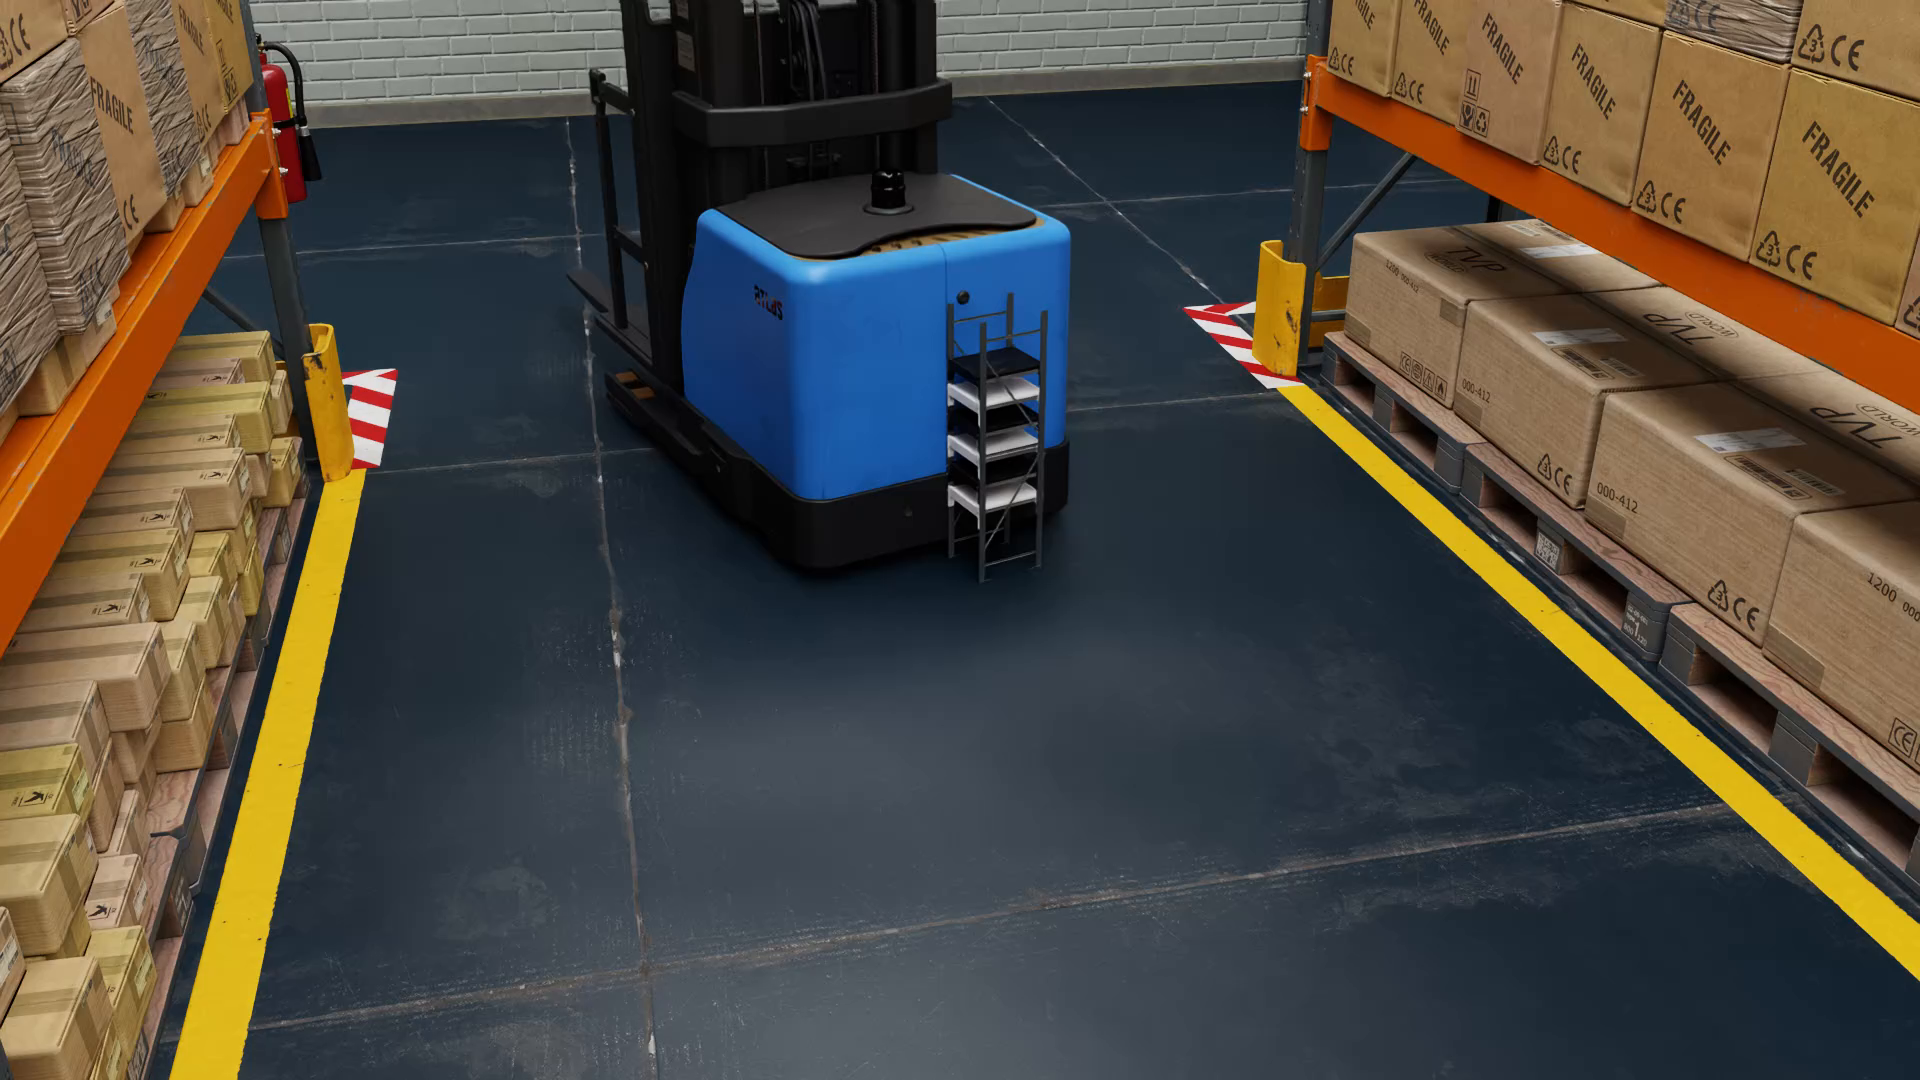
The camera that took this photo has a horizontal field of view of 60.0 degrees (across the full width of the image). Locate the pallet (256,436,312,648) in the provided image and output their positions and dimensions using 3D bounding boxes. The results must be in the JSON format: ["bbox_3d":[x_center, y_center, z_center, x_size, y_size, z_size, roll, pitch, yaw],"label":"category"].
[{"bbox_3d":[-2.738,0.028,5.461,1.003,0.211,1.213,-6,27,-12],"label":"pallet"}]

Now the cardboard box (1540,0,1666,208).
[{"bbox_3d":[2.092,-1.300,4.885,0.500,0.500,0.500,-5,27,-10],"label":"cardboard box"}]

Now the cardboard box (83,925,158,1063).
[{"bbox_3d":[-1.832,0.921,3.294,0.380,0.149,0.250,-5,27,-10],"label":"cardboard box"}]

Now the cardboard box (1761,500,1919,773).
[{"bbox_3d":[2.760,0.268,4.267,0.875,0.438,0.875,-6,27,-12],"label":"cardboard box"}]

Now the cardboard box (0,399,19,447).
[{"bbox_3d":[-2.045,-0.237,3.170,0.380,0.149,0.250,-7,28,-14],"label":"cardboard box"}]

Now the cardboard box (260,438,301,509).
[{"bbox_3d":[-2.426,-0.213,5.541,0.380,0.149,0.250,-5,27,-10],"label":"cardboard box"}]

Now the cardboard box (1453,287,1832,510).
[{"bbox_3d":[2.356,-0.521,5.830,0.875,0.438,0.875,-5,27,-10],"label":"cardboard box"}]

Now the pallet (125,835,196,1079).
[{"bbox_3d":[-2.189,1.099,3.338,1.003,0.211,1.213,-6,27,-12],"label":"pallet"}]

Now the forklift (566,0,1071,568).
[{"bbox_3d":[-0.788,-1.843,6.148,1.130,2.935,3.031,-14,30,-26],"label":"forklift"}]

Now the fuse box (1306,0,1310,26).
[{"bbox_3d":[2.682,-4.205,12.182,0.539,1.711,0.414,-6,27,-12],"label":"fuse box"}]

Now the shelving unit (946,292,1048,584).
[{"bbox_3d":[0.117,-0.325,5.396,0.258,0.900,0.210,-14,30,-26],"label":"shelving unit"}]

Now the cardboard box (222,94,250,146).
[{"bbox_3d":[-2.555,-1.384,5.442,0.380,0.149,0.250,-6,27,-12],"label":"cardboard box"}]

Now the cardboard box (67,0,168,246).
[{"bbox_3d":[-2.215,-0.949,3.860,0.500,0.500,0.500,-5,27,-9],"label":"cardboard box"}]

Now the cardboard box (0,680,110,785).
[{"bbox_3d":[-2.069,0.448,3.572,0.380,0.149,0.250,-7,28,-13],"label":"cardboard box"}]

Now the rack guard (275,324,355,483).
[{"bbox_3d":[-2.887,-0.461,6.109,1.175,0.500,0.348,-6,27,-12],"label":"rack guard"}]

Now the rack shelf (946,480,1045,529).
[{"bbox_3d":[0.117,-0.135,5.492,0.258,0.077,0.200,-14,30,-26],"label":"rack shelf"}]

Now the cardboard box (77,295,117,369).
[{"bbox_3d":[-2.092,-0.473,3.637,0.380,0.149,0.250,-5,27,-9],"label":"cardboard box"}]

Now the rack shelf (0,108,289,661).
[{"bbox_3d":[-2.453,-0.411,4.035,1.077,0.370,4.000,-6,27,-12],"label":"rack shelf"}]

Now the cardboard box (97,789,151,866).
[{"bbox_3d":[-2.044,0.711,3.710,0.380,0.149,0.250,-7,28,-13],"label":"cardboard box"}]

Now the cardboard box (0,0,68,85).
[{"bbox_3d":[-2.082,-1.152,3.152,0.500,0.500,0.500,-5,27,-11],"label":"cardboard box"}]

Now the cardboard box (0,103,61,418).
[{"bbox_3d":[-1.987,-0.492,2.954,0.500,0.500,0.500,-6,27,-12],"label":"cardboard box"}]

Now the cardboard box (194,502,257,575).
[{"bbox_3d":[-2.259,-0.001,4.792,0.380,0.149,0.250,-6,27,-11],"label":"cardboard box"}]

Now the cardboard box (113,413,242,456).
[{"bbox_3d":[-2.359,-0.247,4.949,0.380,0.149,0.250,-7,28,-14],"label":"cardboard box"}]

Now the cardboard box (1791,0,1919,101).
[{"bbox_3d":[2.315,-1.295,3.767,0.500,0.500,0.500,-6,27,-12],"label":"cardboard box"}]

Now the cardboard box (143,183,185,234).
[{"bbox_3d":[-2.354,-0.934,4.551,0.380,0.149,0.250,-7,28,-14],"label":"cardboard box"}]

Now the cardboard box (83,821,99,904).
[{"bbox_3d":[-2.007,0.701,3.400,0.380,0.149,0.250,-6,27,-12],"label":"cardboard box"}]

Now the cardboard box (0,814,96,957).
[{"bbox_3d":[-1.883,0.666,3.139,0.380,0.149,0.250,-5,27,-9],"label":"cardboard box"}]

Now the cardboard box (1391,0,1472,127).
[{"bbox_3d":[1.865,-1.743,5.764,0.500,0.500,0.500,-6,27,-12],"label":"cardboard box"}]

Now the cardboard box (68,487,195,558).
[{"bbox_3d":[-2.292,-0.008,4.475,0.380,0.149,0.250,-7,28,-13],"label":"cardboard box"}]

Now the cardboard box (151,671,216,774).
[{"bbox_3d":[-2.104,0.473,4.182,0.380,0.149,0.250,-7,28,-13],"label":"cardboard box"}]

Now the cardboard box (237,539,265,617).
[{"bbox_3d":[-2.263,0.125,4.872,0.380,0.149,0.250,-7,28,-14],"label":"cardboard box"}]

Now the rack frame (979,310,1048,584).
[{"bbox_3d":[0.167,-0.286,5.317,0.240,0.900,0.006,-14,30,-26],"label":"rack frame"}]

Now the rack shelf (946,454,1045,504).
[{"bbox_3d":[0.117,-0.215,5.451,0.258,0.077,0.200,-14,30,-26],"label":"rack shelf"}]

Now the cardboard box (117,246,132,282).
[{"bbox_3d":[-2.275,-0.695,4.076,0.380,0.149,0.250,-5,27,-11],"label":"cardboard box"}]

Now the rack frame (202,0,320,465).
[{"bbox_3d":[-2.904,-1.611,5.612,1.000,3.000,0.127,-6,27,-12],"label":"rack frame"}]

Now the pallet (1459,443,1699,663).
[{"bbox_3d":[2.424,-0.035,5.585,1.003,0.211,1.213,-6,27,-12],"label":"pallet"}]

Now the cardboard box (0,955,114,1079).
[{"bbox_3d":[-1.773,0.906,2.993,0.380,0.149,0.250,-5,27,-9],"label":"cardboard box"}]

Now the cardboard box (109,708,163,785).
[{"bbox_3d":[-2.104,0.459,3.879,0.380,0.149,0.250,-5,27,-9],"label":"cardboard box"}]

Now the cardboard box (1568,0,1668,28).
[{"bbox_3d":[2.087,-1.739,4.645,0.500,0.500,0.500,-6,27,-11],"label":"cardboard box"}]

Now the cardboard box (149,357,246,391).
[{"bbox_3d":[-2.537,-0.468,5.386,0.380,0.149,0.250,-5,27,-11],"label":"cardboard box"}]

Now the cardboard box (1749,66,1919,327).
[{"bbox_3d":[2.322,-0.849,3.993,0.500,0.500,0.500,-7,28,-13],"label":"cardboard box"}]

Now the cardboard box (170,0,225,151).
[{"bbox_3d":[-2.441,-1.390,4.734,0.500,0.500,0.500,-6,27,-12],"label":"cardboard box"}]

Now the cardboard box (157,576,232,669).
[{"bbox_3d":[-2.130,0.231,4.331,0.380,0.149,0.250,-6,27,-11],"label":"cardboard box"}]

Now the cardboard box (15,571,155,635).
[{"bbox_3d":[-2.188,0.216,4.030,0.380,0.149,0.250,-7,28,-14],"label":"cardboard box"}]

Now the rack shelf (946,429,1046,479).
[{"bbox_3d":[0.117,-0.296,5.411,0.258,0.077,0.200,-14,30,-26],"label":"rack shelf"}]

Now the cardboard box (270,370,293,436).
[{"bbox_3d":[-2.507,-0.455,5.691,0.380,0.149,0.250,-7,28,-13],"label":"cardboard box"}]

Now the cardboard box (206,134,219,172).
[{"bbox_3d":[-2.465,-1.162,5.003,0.380,0.149,0.250,-6,27,-12],"label":"cardboard box"}]
